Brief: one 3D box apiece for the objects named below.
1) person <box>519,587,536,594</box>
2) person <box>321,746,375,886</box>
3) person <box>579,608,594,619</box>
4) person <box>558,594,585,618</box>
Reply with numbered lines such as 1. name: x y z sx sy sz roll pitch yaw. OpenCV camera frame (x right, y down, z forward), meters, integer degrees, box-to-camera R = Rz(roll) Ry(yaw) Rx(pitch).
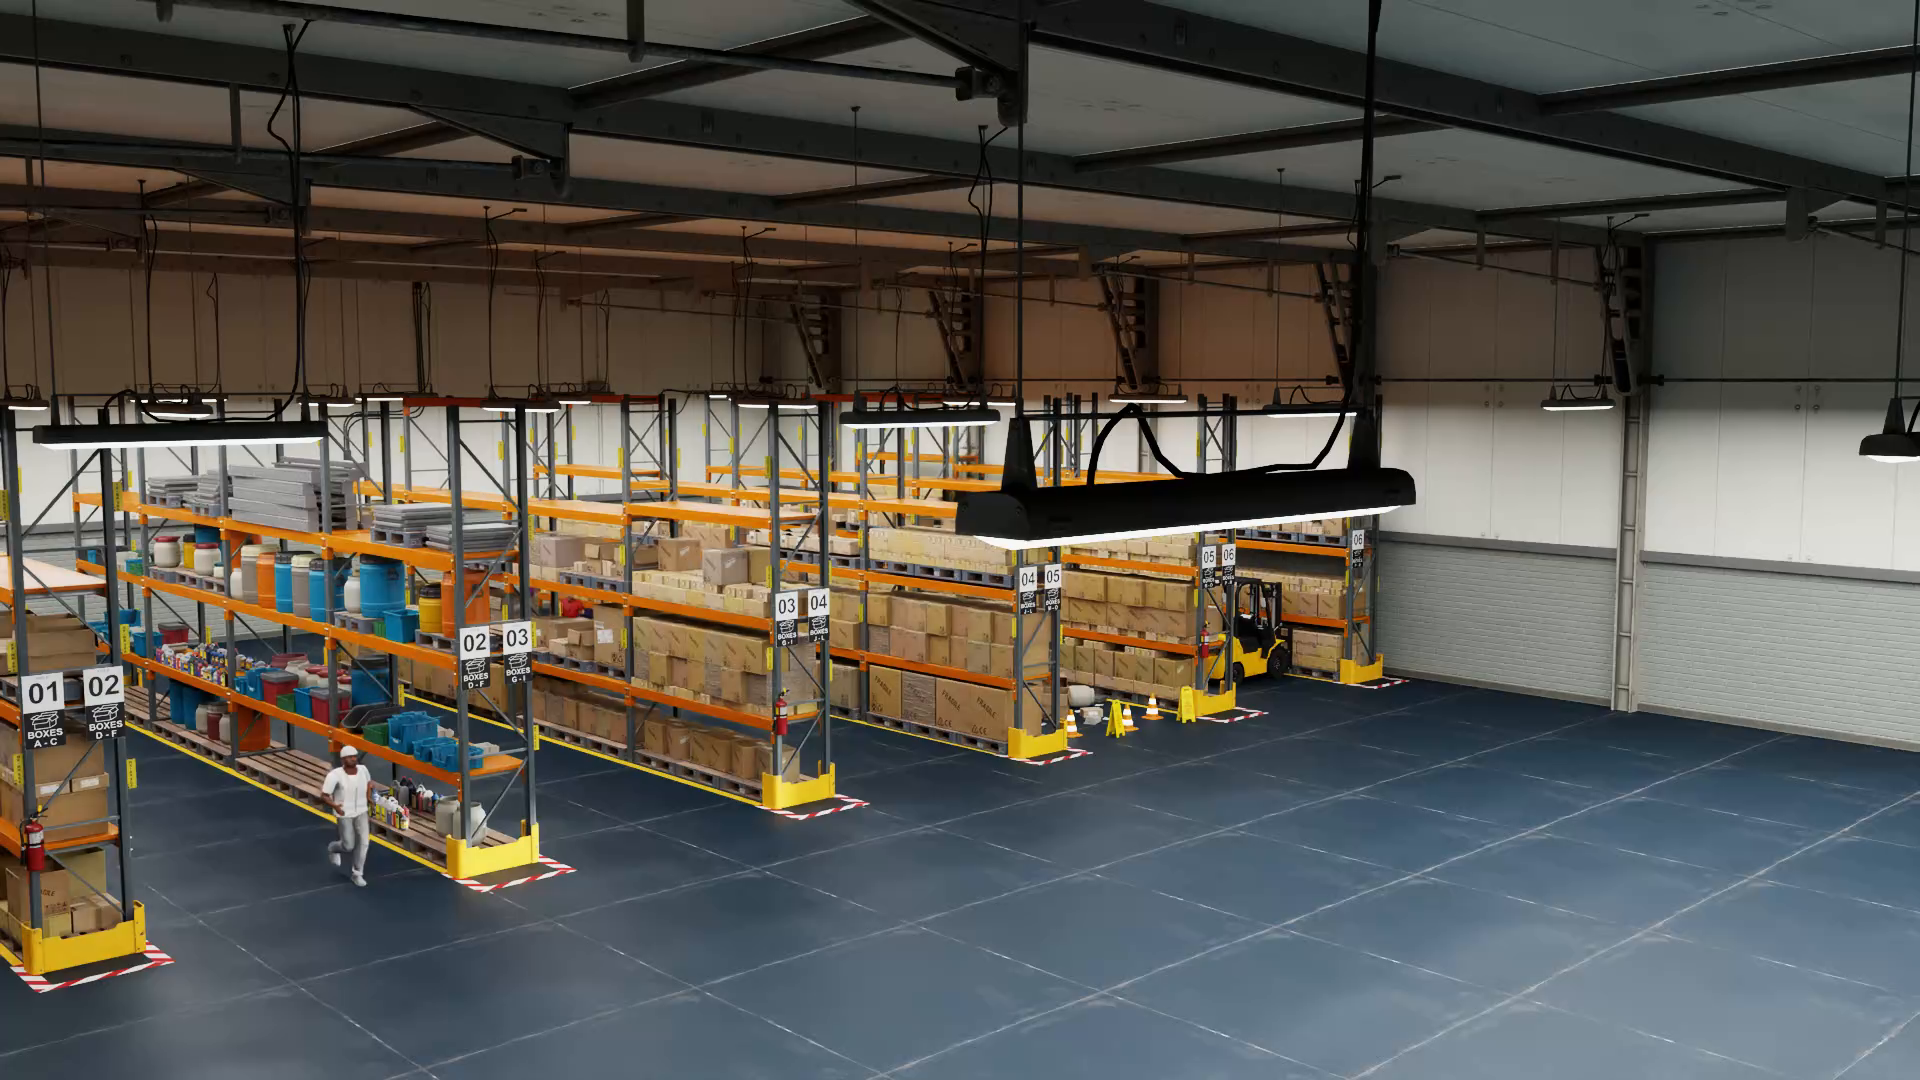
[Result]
1. person: -10.605 1.534 40.547 0.803 1.757 0.714 -3 6 -30
2. person: -7.715 3.455 21.017 0.781 1.757 0.703 5 8 43
3. person: -9.278 1.512 41.661 0.579 1.593 0.605 -5 8 -44
4. person: -8.589 1.908 36.616 0.659 1.720 0.990 -5 7 -42
